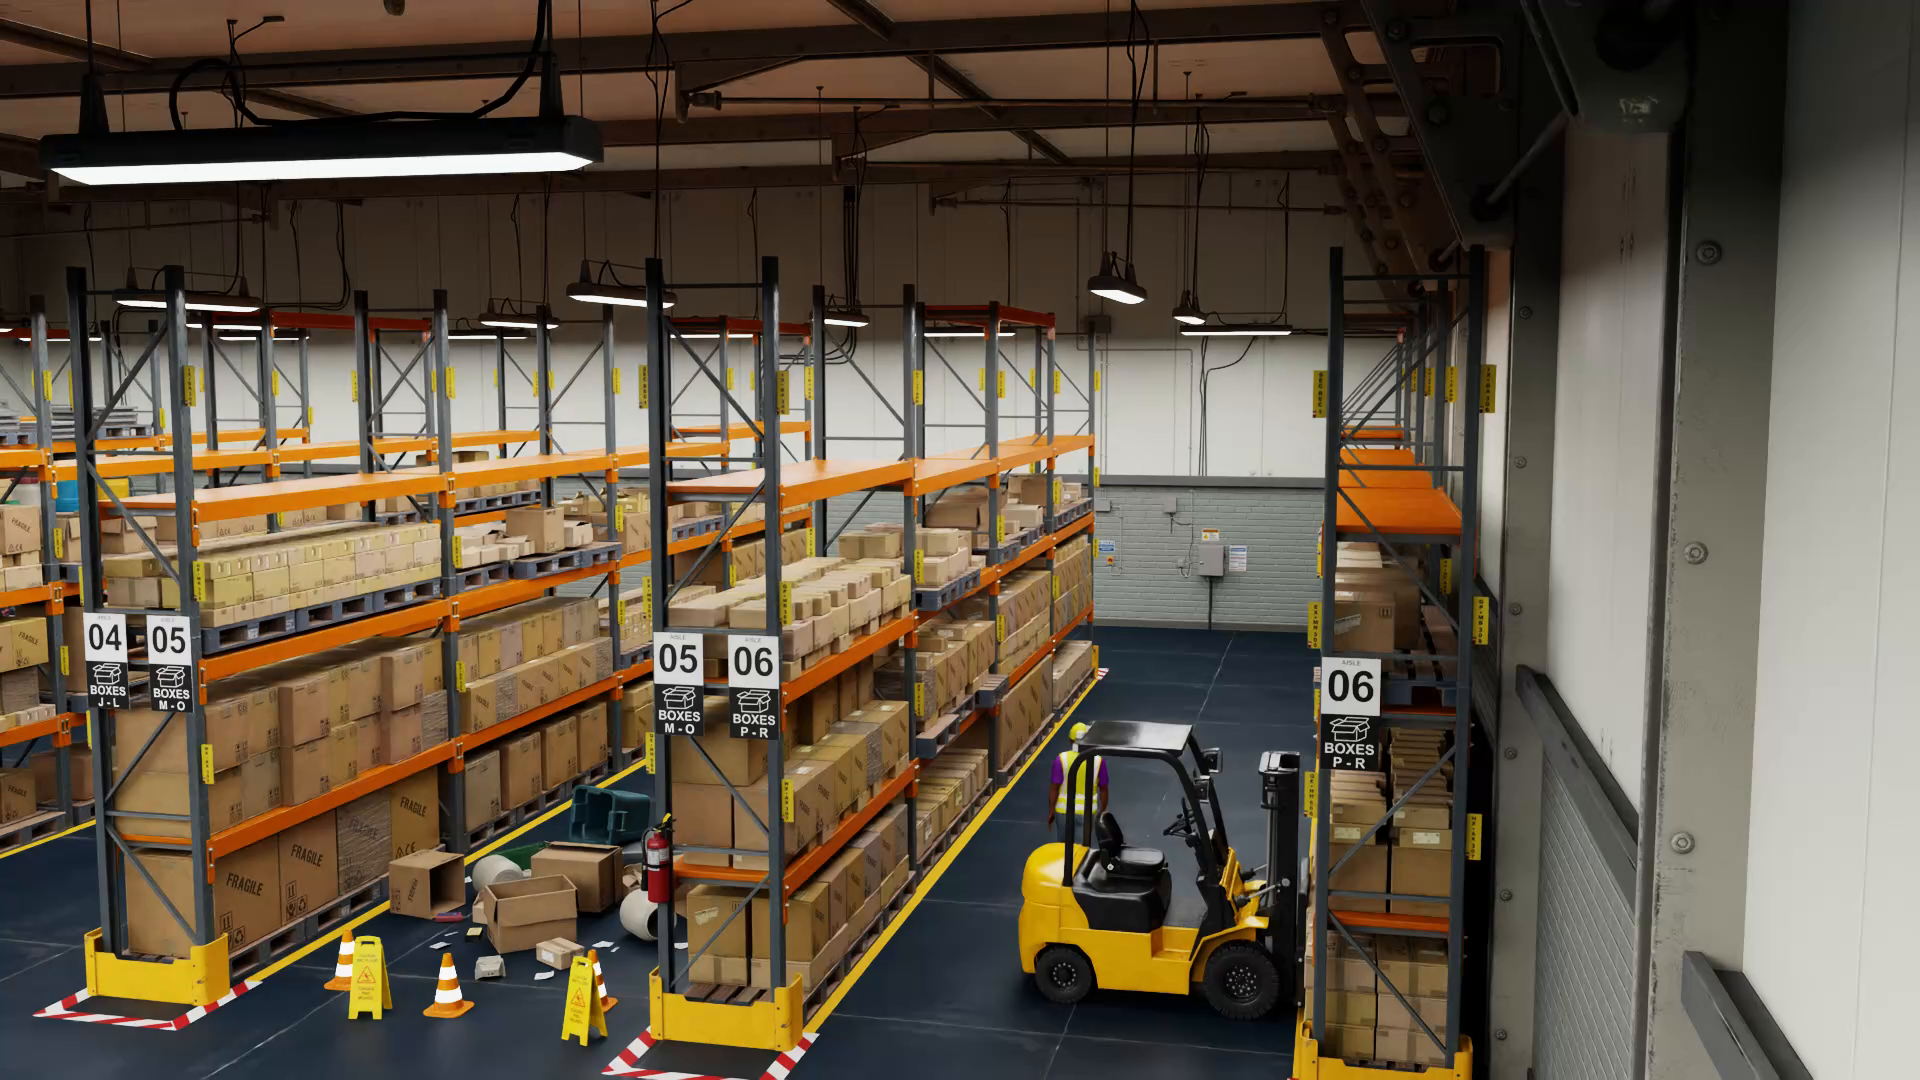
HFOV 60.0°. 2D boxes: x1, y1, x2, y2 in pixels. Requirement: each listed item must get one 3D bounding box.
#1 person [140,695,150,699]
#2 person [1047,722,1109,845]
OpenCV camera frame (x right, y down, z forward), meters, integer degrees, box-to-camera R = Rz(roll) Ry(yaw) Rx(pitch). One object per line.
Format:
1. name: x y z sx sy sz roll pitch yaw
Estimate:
1. person: -8.929 2.504 18.469 0.571 1.631 0.538 1 6 6
2. person: 1.145 2.683 16.149 0.589 1.809 0.602 1 6 7
